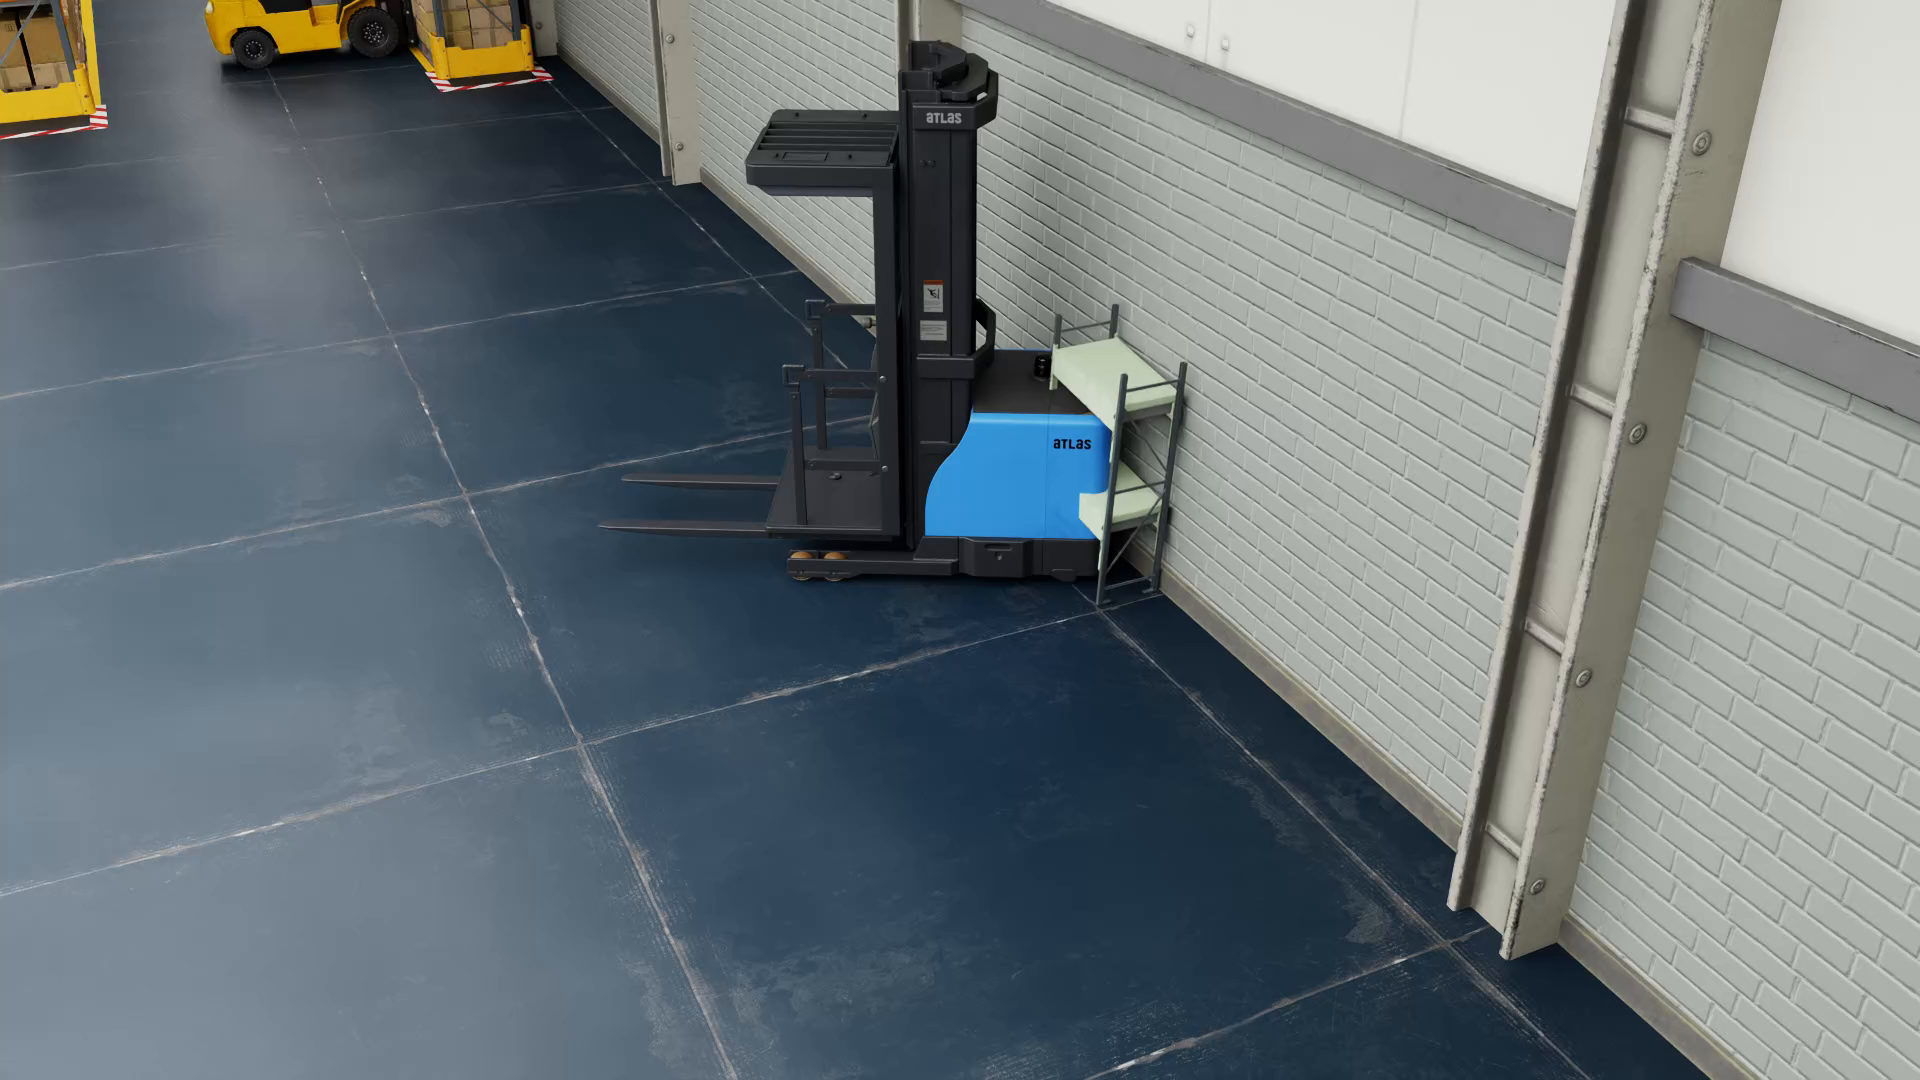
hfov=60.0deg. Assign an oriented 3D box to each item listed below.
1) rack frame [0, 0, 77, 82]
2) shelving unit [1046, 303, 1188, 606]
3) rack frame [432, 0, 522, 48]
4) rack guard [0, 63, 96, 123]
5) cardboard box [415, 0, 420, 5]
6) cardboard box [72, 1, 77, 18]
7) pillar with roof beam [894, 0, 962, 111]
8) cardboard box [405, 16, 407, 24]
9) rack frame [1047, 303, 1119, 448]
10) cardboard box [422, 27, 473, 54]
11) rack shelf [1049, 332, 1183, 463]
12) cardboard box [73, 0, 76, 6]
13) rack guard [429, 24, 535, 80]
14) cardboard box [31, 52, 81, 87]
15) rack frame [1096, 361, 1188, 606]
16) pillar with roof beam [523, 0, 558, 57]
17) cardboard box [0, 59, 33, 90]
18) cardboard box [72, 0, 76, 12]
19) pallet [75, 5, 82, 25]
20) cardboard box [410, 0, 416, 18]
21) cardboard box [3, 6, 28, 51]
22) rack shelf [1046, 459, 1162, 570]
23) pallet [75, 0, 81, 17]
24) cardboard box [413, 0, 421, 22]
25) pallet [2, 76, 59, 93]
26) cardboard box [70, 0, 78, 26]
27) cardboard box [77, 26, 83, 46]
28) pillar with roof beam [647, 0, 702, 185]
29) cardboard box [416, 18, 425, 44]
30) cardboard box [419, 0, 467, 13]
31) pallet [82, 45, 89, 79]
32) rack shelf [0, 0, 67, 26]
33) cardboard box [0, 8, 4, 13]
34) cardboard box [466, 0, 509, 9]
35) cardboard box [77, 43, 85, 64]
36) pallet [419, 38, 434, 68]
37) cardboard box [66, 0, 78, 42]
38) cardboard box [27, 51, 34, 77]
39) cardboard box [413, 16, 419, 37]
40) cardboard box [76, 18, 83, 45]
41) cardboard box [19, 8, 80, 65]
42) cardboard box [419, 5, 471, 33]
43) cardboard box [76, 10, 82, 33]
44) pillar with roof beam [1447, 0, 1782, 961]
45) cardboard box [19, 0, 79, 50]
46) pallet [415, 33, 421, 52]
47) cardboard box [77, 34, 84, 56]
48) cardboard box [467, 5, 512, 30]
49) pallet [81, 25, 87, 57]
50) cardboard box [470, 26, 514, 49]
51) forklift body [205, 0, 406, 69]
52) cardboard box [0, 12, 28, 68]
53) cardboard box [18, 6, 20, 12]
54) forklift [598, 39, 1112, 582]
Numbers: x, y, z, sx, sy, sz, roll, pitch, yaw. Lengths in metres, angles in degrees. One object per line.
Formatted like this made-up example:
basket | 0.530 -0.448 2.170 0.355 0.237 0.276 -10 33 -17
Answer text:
rack frame | -10.352 -6.055 17.954 1.000 3.000 0.127 -13 32 -22
shelving unit | 0.840 -0.480 9.480 0.431 1.500 0.755 -13 37 -22
rack frame | -5.870 -7.099 19.816 1.000 3.000 0.127 -13 32 -22
rack guard | -10.384 -4.998 18.626 1.175 0.500 0.348 -13 32 -22
cardboard box | -6.574 -6.881 20.787 0.500 0.250 0.500 -12 32 -21
cardboard box | -11.353 -6.704 20.726 0.500 0.500 0.500 -12 32 -21
pillar with roof beam | -4.092 -4.008 8.169 9.100 9.000 0.400 -13 32 -22
cardboard box | -7.012 -6.893 21.831 0.500 0.250 0.500 -12 31 -20
rack frame | 0.684 -0.672 9.749 0.400 1.500 0.023 -13 37 -22
cardboard box | -6.357 -6.224 20.638 0.500 0.250 0.500 -13 32 -22
rack shelf | 0.857 -0.802 9.260 0.431 0.370 0.720 -13 37 -22
cardboard box | -12.608 -7.407 22.623 0.950 0.372 0.625 -11 31 -19
rack guard | -5.860 -5.998 20.408 1.175 0.500 0.348 -13 32 -22
cardboard box | -10.448 -5.453 19.263 0.500 0.250 0.500 -13 32 -22
rack frame | 0.997 -0.288 9.210 0.400 1.500 0.023 -13 37 -22
pillar with roof beam | -9.243 -9.309 17.623 9.100 9.000 0.400 -13 32 -22
cardboard box | -10.952 -5.350 19.079 0.500 0.250 0.500 -13 32 -22
cardboard box | -11.573 -6.928 21.126 0.500 0.500 0.500 -14 32 -23
pallet | -12.405 -6.949 22.400 1.003 0.211 1.213 -13 32 -22
cardboard box | -6.808 -6.898 21.328 0.500 0.250 0.500 -14 32 -23
cardboard box | -11.158 -5.895 19.284 0.500 0.500 0.500 -12 31 -20
rack shelf | 0.827 -0.211 9.664 0.431 0.370 0.720 -13 37 -22
pallet | -12.932 -7.489 23.363 1.003 0.211 1.213 -13 32 -22
cardboard box | -6.567 -6.674 20.929 0.500 0.250 0.500 -13 32 -22
pallet | -10.701 -5.239 19.349 1.003 0.211 1.213 -13 32 -22
cardboard box | -11.133 -6.479 20.325 0.500 0.500 0.500 -11 31 -19
cardboard box | -11.121 -6.142 20.492 0.500 0.250 0.500 -13 32 -21
pillar with roof beam | -6.668 -6.658 12.896 9.100 9.000 0.400 -13 32 -22
cardboard box | -6.562 -6.446 21.033 0.500 0.250 0.500 -13 32 -22
cardboard box | -6.350 -6.657 20.387 0.500 0.250 0.500 -12 31 -20
pallet | -11.221 -5.777 20.309 1.003 0.211 1.213 -13 32 -22
rack shelf | -11.210 -6.625 19.706 1.077 0.370 4.000 -13 32 -22
cardboard box | -11.150 -6.096 18.980 0.380 0.149 0.250 -12 31 -21
cardboard box | -5.906 -6.771 20.591 0.500 0.250 0.500 -14 32 -23
cardboard box | -10.661 -5.680 19.668 0.500 0.250 0.500 -12 31 -20
pallet | -6.237 -6.212 21.085 1.003 0.211 1.213 -13 32 -22
cardboard box | -10.895 -6.244 19.907 0.500 0.500 0.500 -12 32 -21
cardboard box | -11.157 -5.570 19.471 0.500 0.250 0.500 -13 32 -22
cardboard box | -6.769 -6.669 21.430 0.500 0.250 0.500 -13 32 -21
cardboard box | -11.335 -6.368 20.894 0.500 0.250 0.500 -14 32 -23
cardboard box | -10.459 -5.791 19.098 0.500 0.500 0.500 -14 32 -24
cardboard box | -6.362 -6.450 20.530 0.500 0.250 0.500 -14 32 -23
cardboard box | -11.572 -6.601 21.310 0.500 0.250 0.500 -12 31 -20
pillar with roof beam | -1.516 -1.357 3.443 9.100 9.000 0.400 -13 32 -22
cardboard box | -10.688 -6.021 19.508 0.500 0.500 0.500 -14 32 -24
pallet | -6.756 -6.750 22.044 1.003 0.211 1.213 -13 32 -22
cardboard box | -10.906 -5.919 20.093 0.500 0.250 0.500 -11 31 -19
cardboard box | -5.885 -6.552 20.712 0.500 0.250 0.500 -12 32 -21
pallet | -11.749 -6.317 21.272 1.003 0.211 1.213 -13 32 -22
cardboard box | -5.905 -6.341 20.846 0.500 0.250 0.500 -13 32 -22
forklift body | -8.332 -7.183 20.834 2.313 2.155 1.214 -13 32 -22
cardboard box | -10.931 -5.665 18.874 0.500 0.500 0.500 -13 32 -22
cardboard box | -11.369 -6.119 19.684 0.500 0.500 0.500 -14 32 -23
forklift | -0.629 -1.293 9.532 3.031 2.935 1.130 1 29 2
